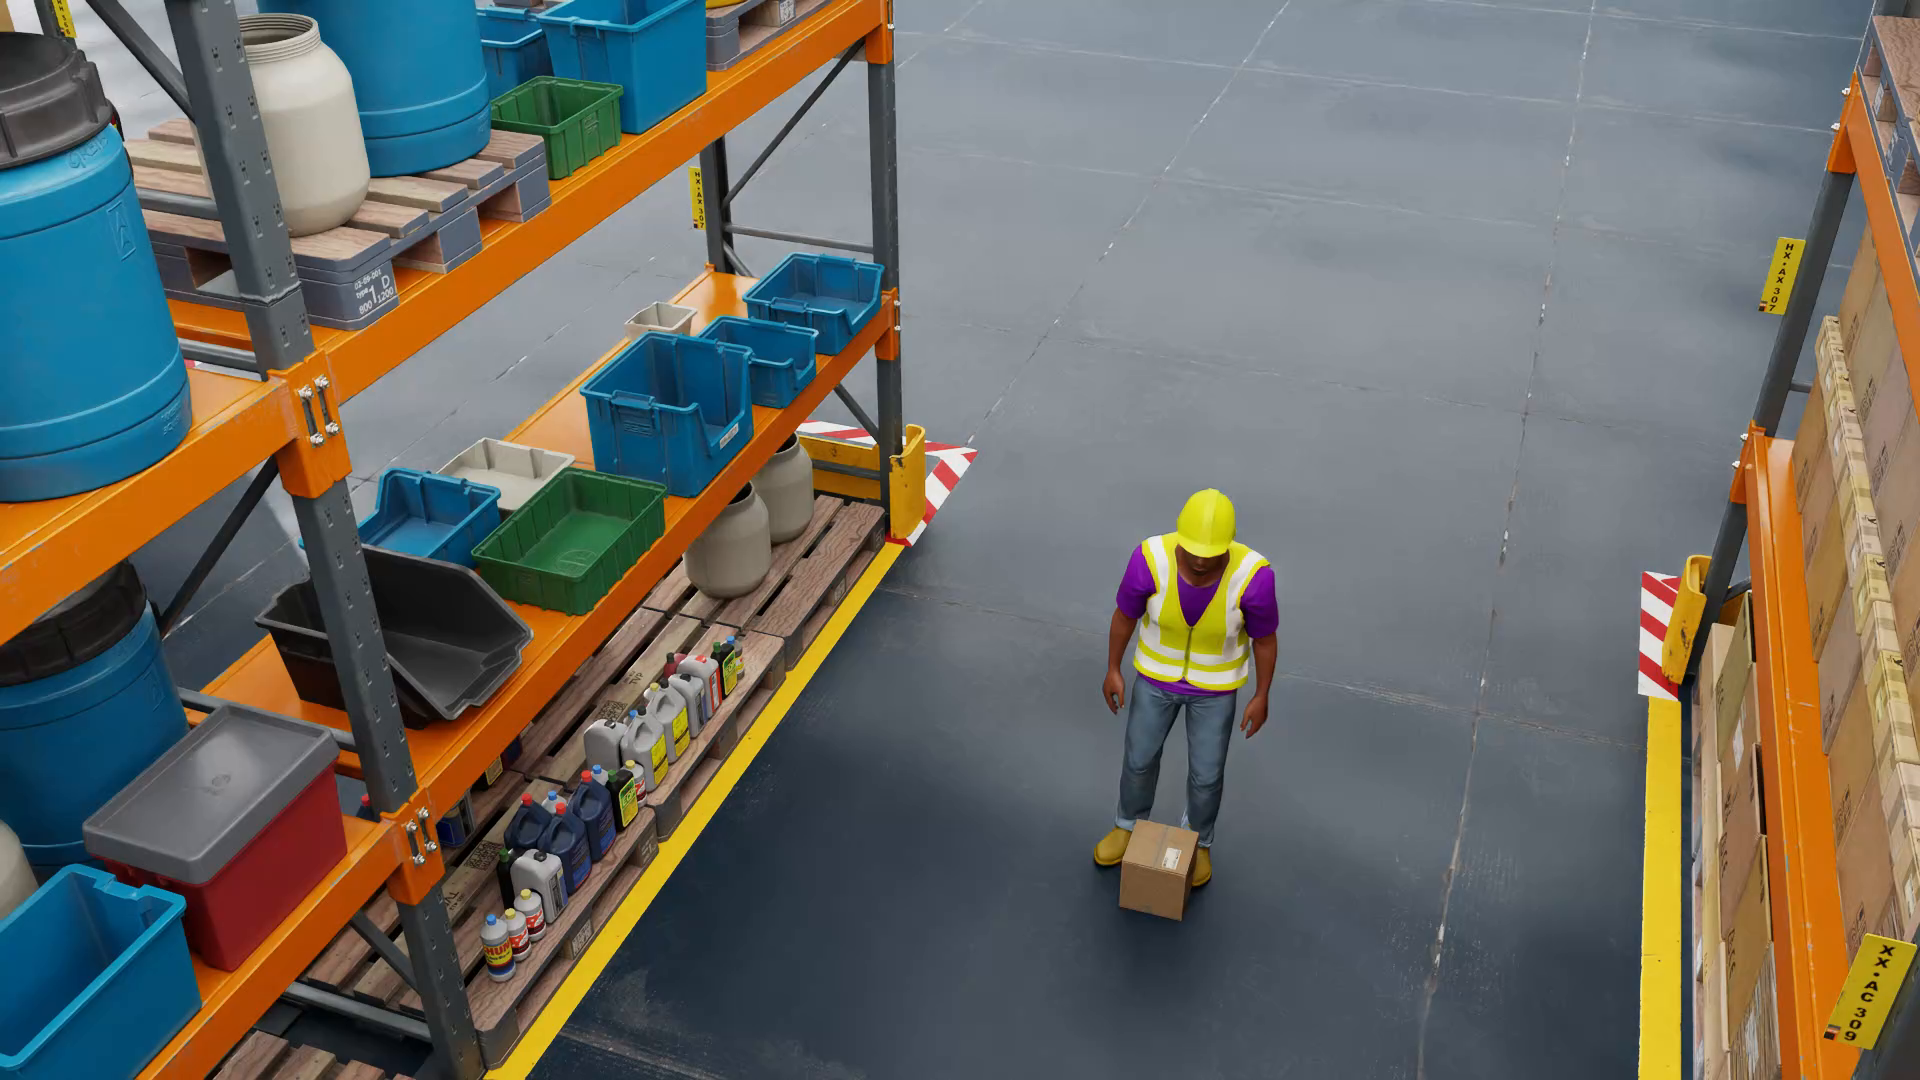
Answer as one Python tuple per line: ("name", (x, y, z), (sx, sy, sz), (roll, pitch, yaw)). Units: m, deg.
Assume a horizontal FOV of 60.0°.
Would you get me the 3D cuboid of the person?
("person", (0.857, 0.545, 6.287), (0.633, 1.759, 0.461), (9, 34, 14))
